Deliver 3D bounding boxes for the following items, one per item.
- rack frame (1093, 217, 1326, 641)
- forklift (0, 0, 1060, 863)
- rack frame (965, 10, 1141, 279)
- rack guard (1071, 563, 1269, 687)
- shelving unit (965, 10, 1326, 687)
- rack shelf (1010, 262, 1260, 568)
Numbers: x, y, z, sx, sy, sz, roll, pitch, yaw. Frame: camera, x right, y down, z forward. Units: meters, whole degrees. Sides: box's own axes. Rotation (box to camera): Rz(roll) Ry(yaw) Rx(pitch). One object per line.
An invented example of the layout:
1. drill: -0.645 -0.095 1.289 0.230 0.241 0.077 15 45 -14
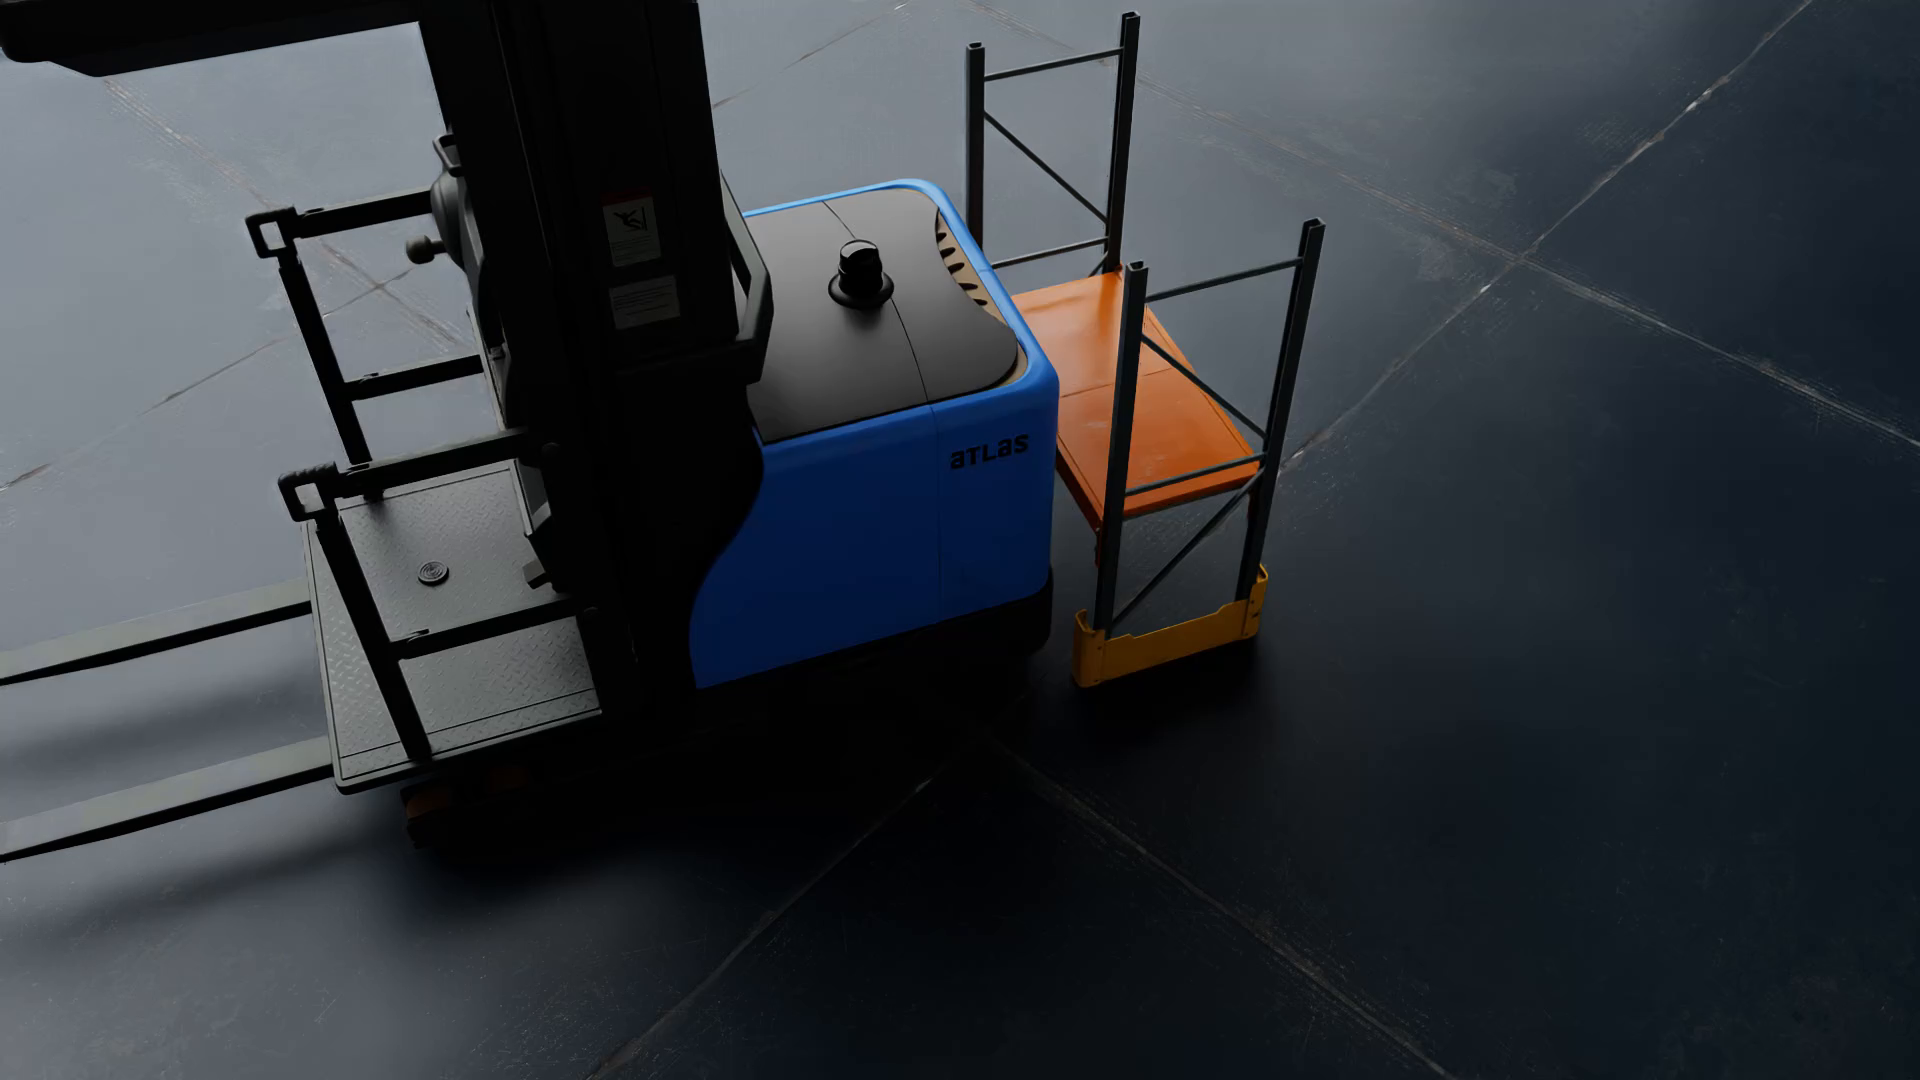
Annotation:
1. rack frame: 0.616 -0.170 4.381 0.500 1.500 0.032 -16 49 -14
2. forklift: -1.306 -0.624 3.825 3.031 2.935 1.130 -15 49 -14
3. rack frame: 0.254 -0.862 5.031 0.500 1.500 0.032 -16 49 -14
4. rack guard: 0.610 0.245 4.849 0.587 0.250 0.087 -16 49 -14
5. shelving unit: 0.432 -0.522 4.712 0.587 1.500 1.083 -16 49 -14
6. rack shelf: 0.435 -0.393 4.837 0.538 0.185 1.000 -16 49 -14
